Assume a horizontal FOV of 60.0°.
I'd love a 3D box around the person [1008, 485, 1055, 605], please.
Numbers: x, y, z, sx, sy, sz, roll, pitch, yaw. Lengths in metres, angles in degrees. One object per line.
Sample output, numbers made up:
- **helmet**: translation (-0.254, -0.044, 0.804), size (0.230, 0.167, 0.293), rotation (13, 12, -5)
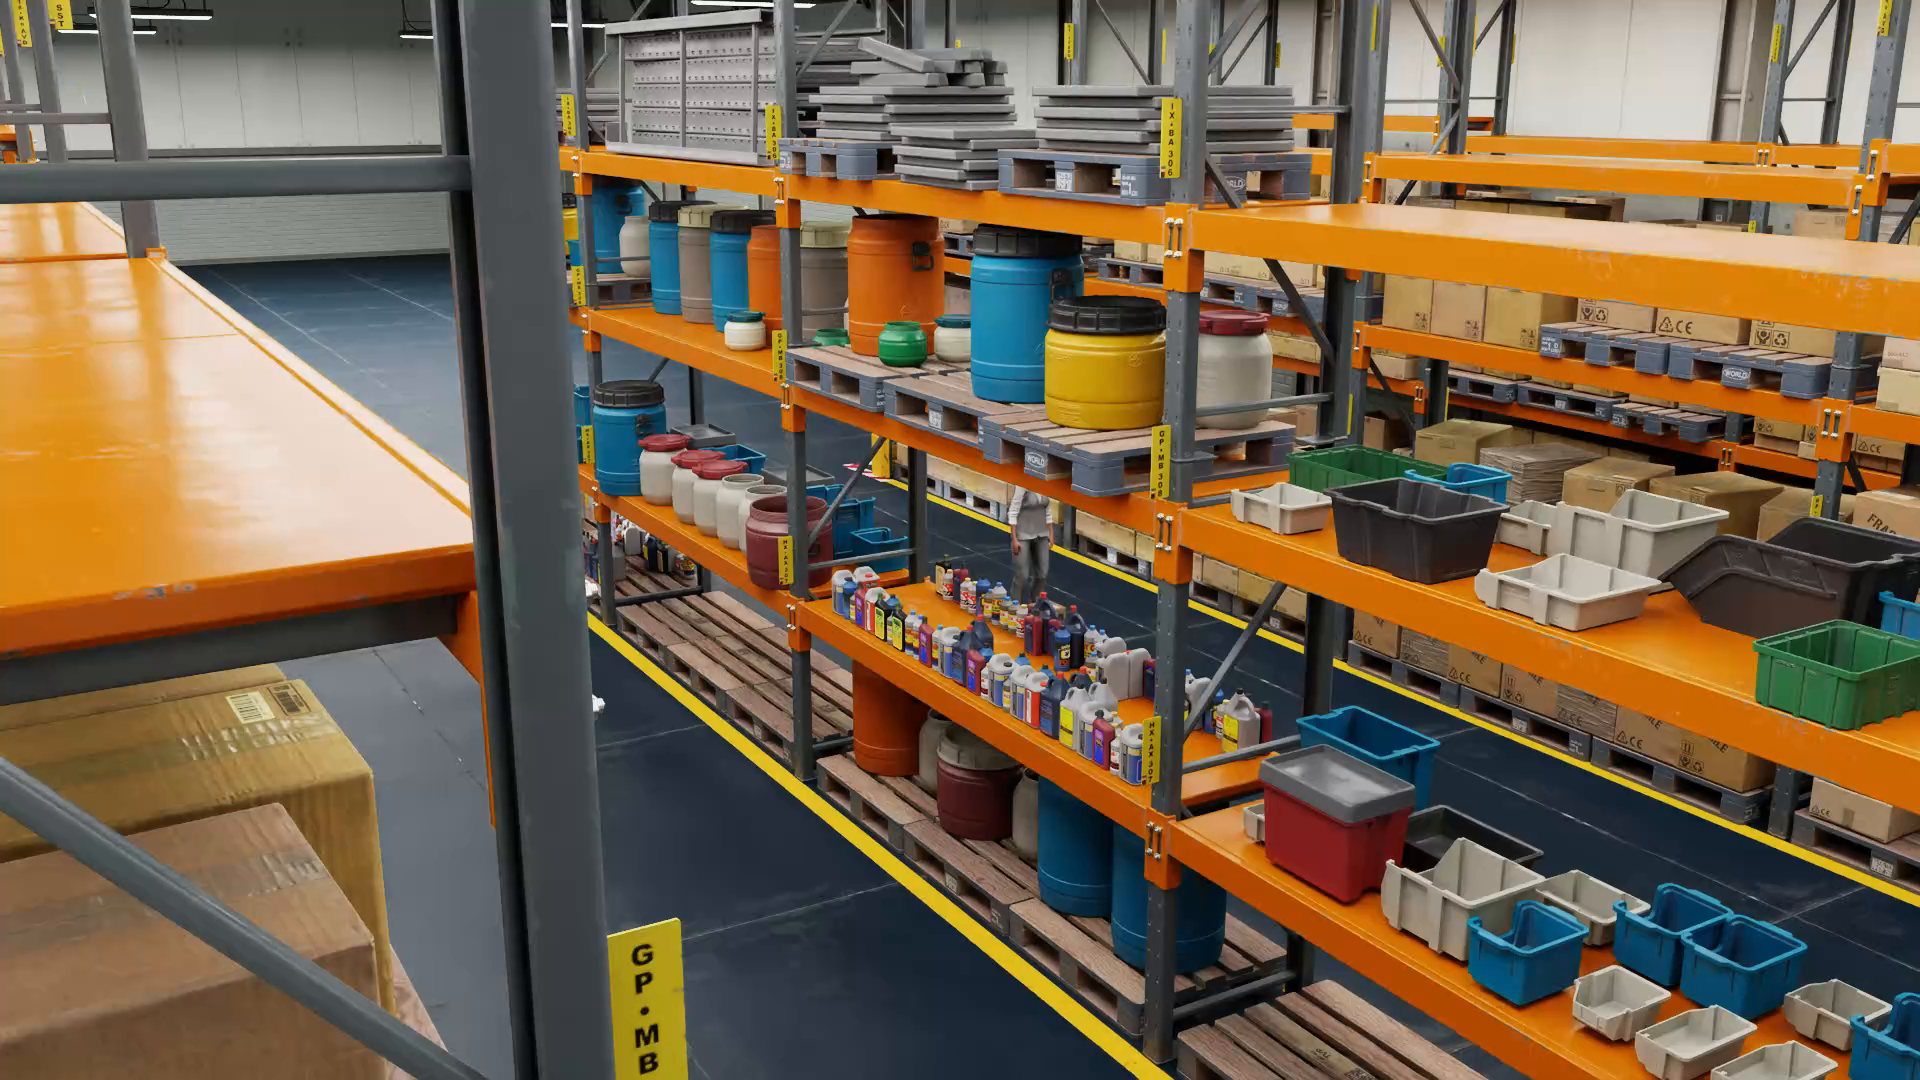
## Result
- **person**: translation (0.622, 0.001, 14.557), size (0.484, 1.581, 0.346), rotation (-10, 18, -33)
